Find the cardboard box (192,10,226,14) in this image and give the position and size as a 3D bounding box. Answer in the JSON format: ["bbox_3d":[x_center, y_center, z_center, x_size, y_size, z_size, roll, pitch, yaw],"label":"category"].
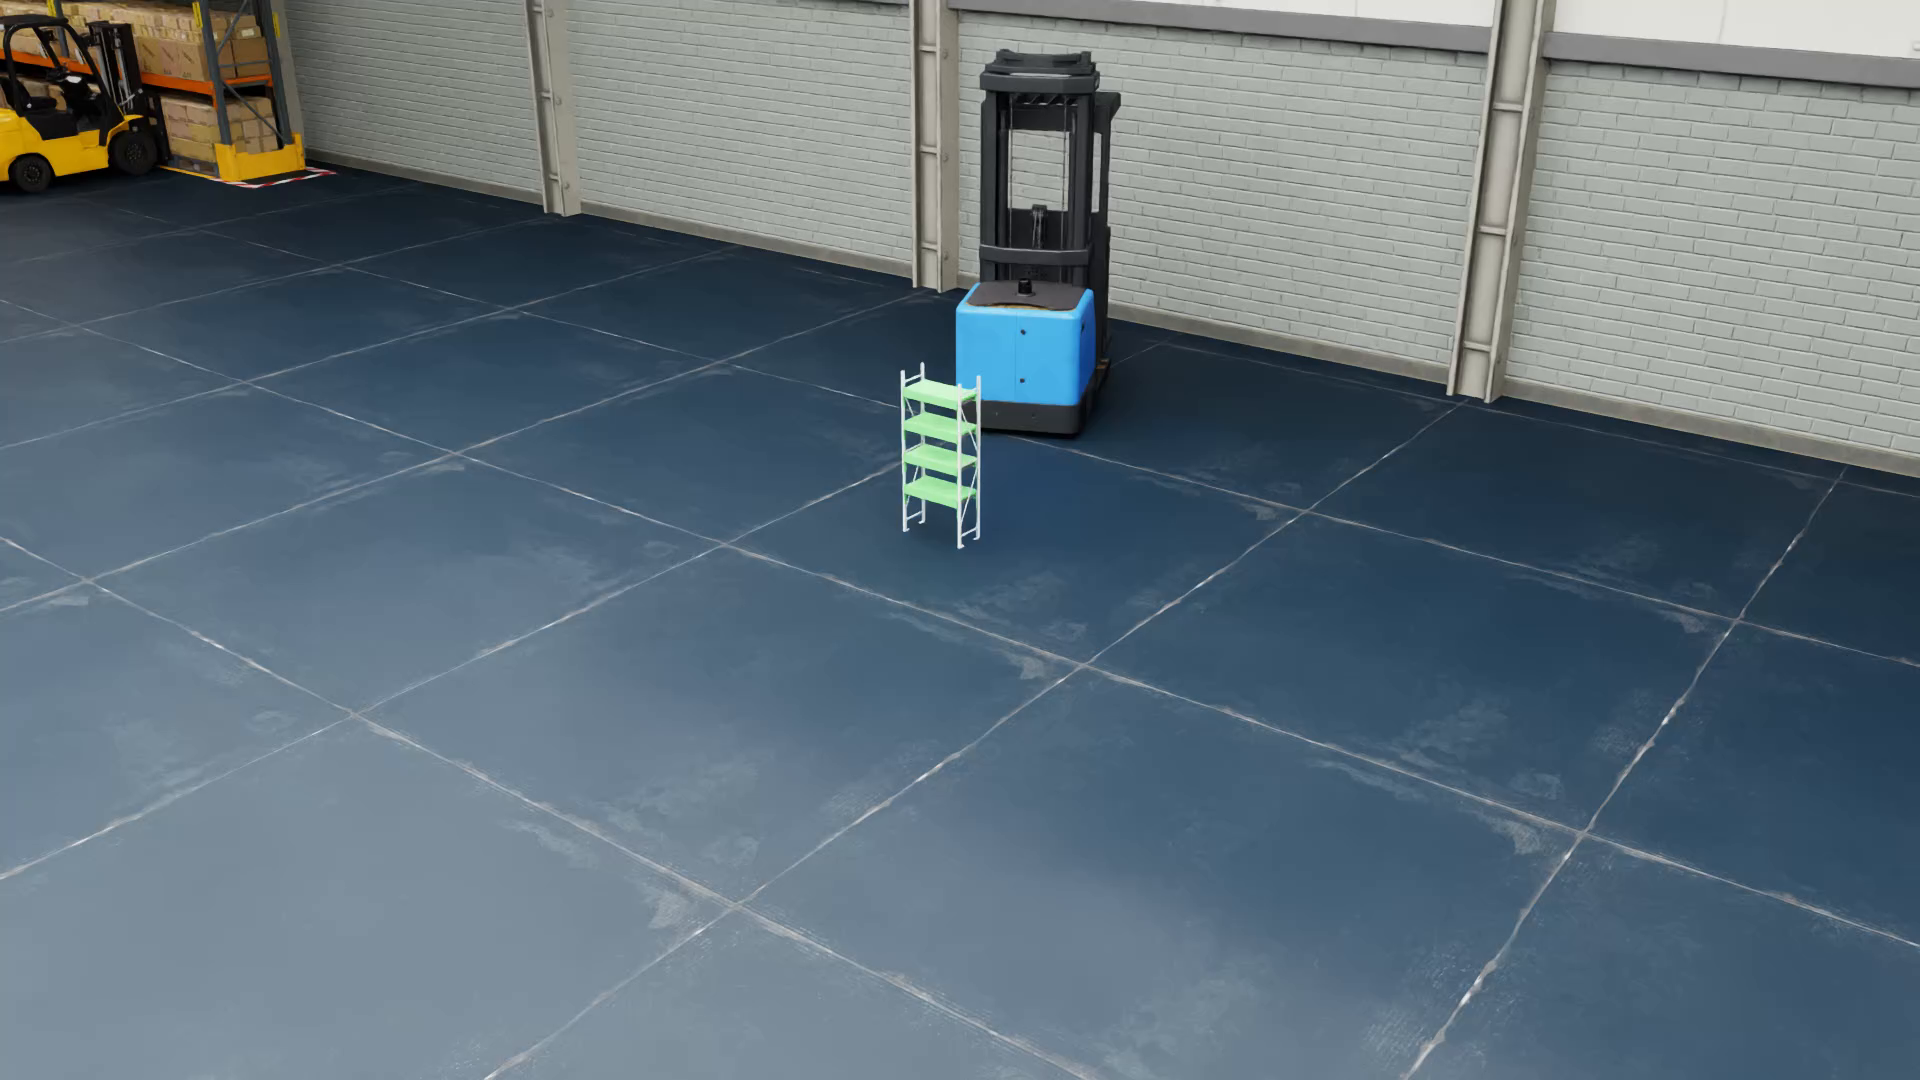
[{"bbox_3d":[-10.589,-7.377,23.475,0.250,0.149,0.380,17,29,34],"label":"cardboard box"}]

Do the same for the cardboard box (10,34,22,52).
[{"bbox_3d":[-14.396,-7.736,25.773,0.500,0.250,0.500,17,29,34],"label":"cardboard box"}]

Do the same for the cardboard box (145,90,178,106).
[{"bbox_3d":[-11.629,-6.317,24.017,0.500,0.250,0.500,16,28,32],"label":"cardboard box"}]

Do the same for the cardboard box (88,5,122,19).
[{"bbox_3d":[-12.357,-7.635,24.060,0.250,0.149,0.380,18,29,34],"label":"cardboard box"}]

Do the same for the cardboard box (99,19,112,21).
[{"bbox_3d":[-12.159,-7.434,23.974,0.250,0.149,0.380,16,29,33],"label":"cardboard box"}]

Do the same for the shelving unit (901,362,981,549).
[{"bbox_3d":[-0.132,-0.589,11.599,0.503,1.200,0.258,17,29,33],"label":"shelving unit"}]

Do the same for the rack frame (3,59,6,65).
[{"bbox_3d":[-16.252,-8.484,27.286,0.127,3.000,1.000,17,29,33],"label":"rack frame"}]

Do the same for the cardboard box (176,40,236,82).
[{"bbox_3d":[-10.402,-6.630,22.953,0.500,0.500,0.500,16,28,32],"label":"cardboard box"}]

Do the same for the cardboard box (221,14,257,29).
[{"bbox_3d":[-9.991,-7.179,23.025,0.250,0.149,0.380,16,28,32],"label":"cardboard box"}]

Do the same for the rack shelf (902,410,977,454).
[{"bbox_3d":[-0.132,-0.750,11.528,0.480,0.148,0.258,17,29,33],"label":"rack shelf"}]

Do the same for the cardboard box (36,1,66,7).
[{"bbox_3d":[-14.193,-8.339,26.028,0.250,0.149,0.380,17,29,33],"label":"cardboard box"}]

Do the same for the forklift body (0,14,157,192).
[{"bbox_3d":[-12.462,-6.031,22.771,1.214,2.155,2.313,17,29,33],"label":"forklift body"}]

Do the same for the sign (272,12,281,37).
[{"bbox_3d":[-9.513,-7.160,23.108,0.005,0.325,0.100,17,29,33],"label":"sign"}]

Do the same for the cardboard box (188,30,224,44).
[{"bbox_3d":[-10.296,-6.886,22.730,0.250,0.149,0.380,17,29,34],"label":"cardboard box"}]

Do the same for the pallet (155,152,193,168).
[{"bbox_3d":[-11.460,-5.740,24.517,1.213,0.211,1.003,17,29,33],"label":"pallet"}]

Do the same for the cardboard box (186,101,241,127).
[{"bbox_3d":[-10.406,-5.952,23.188,0.500,0.250,0.500,18,29,35],"label":"cardboard box"}]

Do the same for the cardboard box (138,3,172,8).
[{"bbox_3d":[-11.786,-7.773,24.374,0.250,0.149,0.380,16,29,32],"label":"cardboard box"}]

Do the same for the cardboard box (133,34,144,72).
[{"bbox_3d":[-11.631,-7.000,23.793,0.500,0.500,0.500,17,29,34],"label":"cardboard box"}]

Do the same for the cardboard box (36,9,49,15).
[{"bbox_3d":[-13.675,-7.927,25.093,0.250,0.149,0.380,16,29,33],"label":"cardboard box"}]

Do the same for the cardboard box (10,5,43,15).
[{"bbox_3d":[-14.302,-8.108,25.503,0.250,0.149,0.380,16,28,32],"label":"cardboard box"}]

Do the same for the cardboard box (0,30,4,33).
[{"bbox_3d":[-14.812,-8.089,25.955,0.500,0.250,0.500,17,29,34],"label":"cardboard box"}]

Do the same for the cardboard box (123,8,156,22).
[{"bbox_3d":[-11.686,-7.483,23.715,0.250,0.149,0.380,17,29,33],"label":"cardboard box"}]

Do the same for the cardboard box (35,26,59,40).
[{"bbox_3d":[-13.598,-7.714,25.102,0.500,0.250,0.500,16,28,32],"label":"cardboard box"}]

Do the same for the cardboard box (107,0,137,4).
[{"bbox_3d":[-12.439,-7.942,24.758,0.250,0.149,0.380,16,28,32],"label":"cardboard box"}]

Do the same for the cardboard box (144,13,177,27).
[{"bbox_3d":[-11.135,-7.263,23.216,0.250,0.149,0.380,18,29,35],"label":"cardboard box"}]

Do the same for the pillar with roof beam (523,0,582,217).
[{"bbox_3d":[-7.648,-6.914,16.283,0.400,9.000,9.100,17,29,33],"label":"pillar with roof beam"}]

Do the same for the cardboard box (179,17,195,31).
[{"bbox_3d":[-10.480,-7.097,22.839,0.250,0.149,0.380,17,29,33],"label":"cardboard box"}]

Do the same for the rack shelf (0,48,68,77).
[{"bbox_3d":[-14.652,-7.672,26.333,4.000,0.370,1.077,17,29,33],"label":"rack shelf"}]

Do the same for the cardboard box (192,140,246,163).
[{"bbox_3d":[-10.416,-5.495,23.392,0.500,0.250,0.500,17,29,34],"label":"cardboard box"}]

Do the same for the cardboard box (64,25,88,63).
[{"bbox_3d":[-12.853,-7.371,24.636,0.500,0.500,0.500,16,28,32],"label":"cardboard box"}]

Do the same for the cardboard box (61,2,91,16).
[{"bbox_3d":[-12.974,-7.823,24.488,0.250,0.149,0.380,18,29,34],"label":"cardboard box"}]

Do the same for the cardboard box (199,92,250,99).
[{"bbox_3d":[-10.524,-6.238,23.837,0.500,0.250,0.500,17,29,33],"label":"cardboard box"}]

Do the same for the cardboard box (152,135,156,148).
[{"bbox_3d":[-11.632,-5.861,24.221,0.500,0.250,0.500,18,29,35],"label":"cardboard box"}]

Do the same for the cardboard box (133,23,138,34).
[{"bbox_3d":[-11.483,-7.278,23.619,0.250,0.149,0.380,17,29,33],"label":"cardboard box"}]

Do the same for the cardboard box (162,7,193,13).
[{"bbox_3d":[-11.212,-7.562,23.895,0.250,0.149,0.380,17,29,34],"label":"cardboard box"}]

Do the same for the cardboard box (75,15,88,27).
[{"bbox_3d":[-12.746,-7.636,24.431,0.250,0.149,0.380,18,29,34],"label":"cardboard box"}]

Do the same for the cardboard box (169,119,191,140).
[{"bbox_3d":[-10.823,-5.854,23.586,0.500,0.250,0.500,16,29,33],"label":"cardboard box"}]

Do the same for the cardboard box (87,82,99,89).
[{"bbox_3d":[-12.853,-6.690,24.864,0.500,0.250,0.500,16,29,33],"label":"cardboard box"}]

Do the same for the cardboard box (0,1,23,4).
[{"bbox_3d":[-14.869,-8.314,25.972,0.250,0.149,0.380,17,29,33],"label":"cardboard box"}]

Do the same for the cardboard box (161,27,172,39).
[{"bbox_3d":[-10.881,-7.084,23.180,0.250,0.149,0.380,17,29,33],"label":"cardboard box"}]

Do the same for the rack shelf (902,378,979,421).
[{"bbox_3d":[-0.132,-0.970,11.431,0.480,0.148,0.258,17,29,33],"label":"rack shelf"}]

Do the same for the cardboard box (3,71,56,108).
[{"bbox_3d":[-14.695,-7.116,26.606,0.625,0.625,0.875,15,28,31],"label":"cardboard box"}]

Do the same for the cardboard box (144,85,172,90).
[{"bbox_3d":[-11.731,-6.608,24.676,0.500,0.250,0.500,17,29,34],"label":"cardboard box"}]

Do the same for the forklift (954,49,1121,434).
[{"bbox_3d":[0.764,-2.772,14.407,1.130,2.935,3.031,5,24,11],"label":"forklift"}]
